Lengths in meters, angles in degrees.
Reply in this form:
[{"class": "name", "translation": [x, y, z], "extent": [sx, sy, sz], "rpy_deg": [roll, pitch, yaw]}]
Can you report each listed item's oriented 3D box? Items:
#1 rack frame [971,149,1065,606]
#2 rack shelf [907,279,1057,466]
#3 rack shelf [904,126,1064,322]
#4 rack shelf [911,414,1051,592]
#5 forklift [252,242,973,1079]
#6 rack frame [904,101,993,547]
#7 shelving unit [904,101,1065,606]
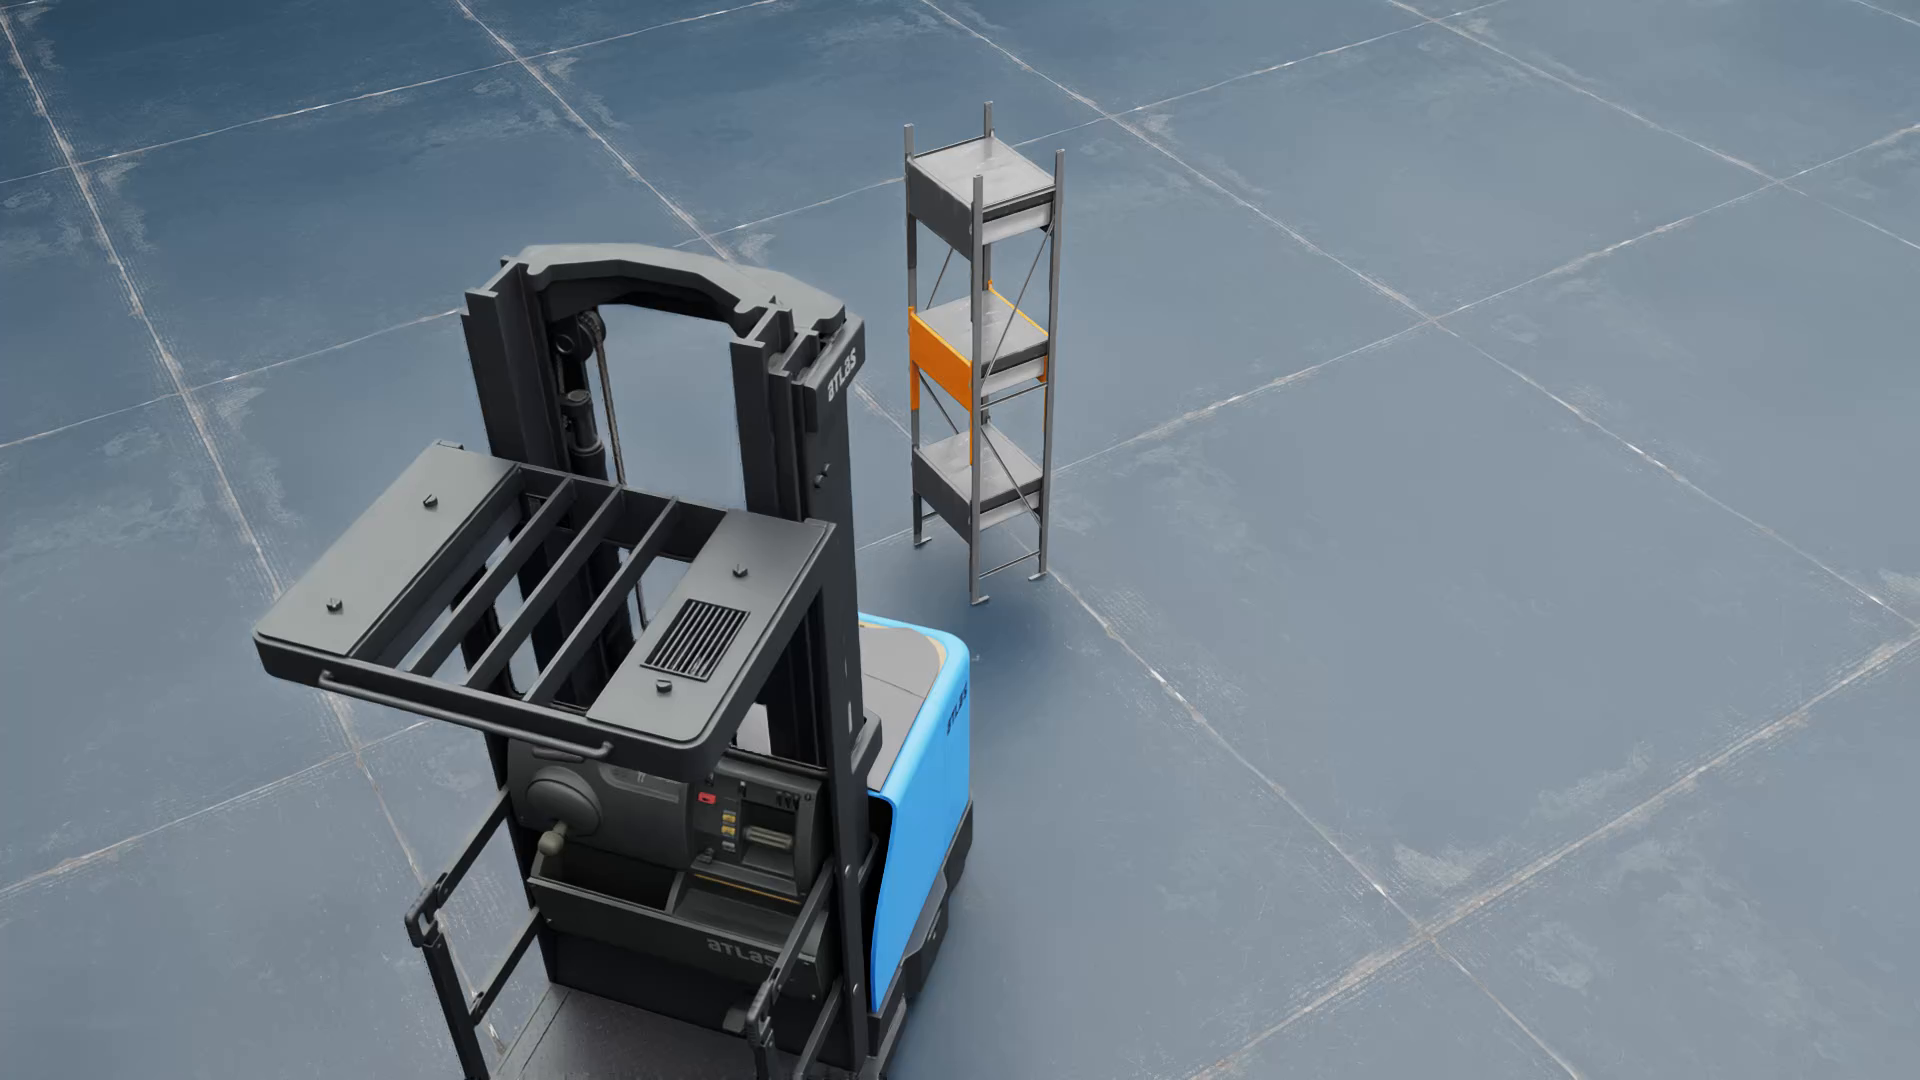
[{"class": "rack frame", "translation": [0.220, -0.586, 6.813], "extent": [0.400, 2.100, 0.015], "rpy_deg": [-22, 45, -24]}, {"class": "rack shelf", "translation": [0.089, -0.707, 6.979], "extent": [0.431, 0.518, 0.480], "rpy_deg": [-22, 45, -24]}, {"class": "rack shelf", "translation": [0.089, -1.245, 6.531], "extent": [0.431, 0.518, 0.480], "rpy_deg": [-22, 45, -24]}, {"class": "rack shelf", "translation": [0.089, -0.169, 7.427], "extent": [0.431, 0.518, 0.480], "rpy_deg": [-22, 45, -24]}, {"class": "forklift", "translation": [-0.899, 0.827, 4.468], "extent": [1.130, 2.935, 3.031], "rpy_deg": [12, 41, 14]}, {"class": "rack frame", "translation": [-0.042, -0.849, 7.129], "extent": [0.400, 2.100, 0.015], "rpy_deg": [-22, 45, -24]}, {"class": "shelving unit", "translation": [0.089, -0.717, 6.971], "extent": [0.431, 2.100, 0.503], "rpy_deg": [-22, 45, -24]}]
